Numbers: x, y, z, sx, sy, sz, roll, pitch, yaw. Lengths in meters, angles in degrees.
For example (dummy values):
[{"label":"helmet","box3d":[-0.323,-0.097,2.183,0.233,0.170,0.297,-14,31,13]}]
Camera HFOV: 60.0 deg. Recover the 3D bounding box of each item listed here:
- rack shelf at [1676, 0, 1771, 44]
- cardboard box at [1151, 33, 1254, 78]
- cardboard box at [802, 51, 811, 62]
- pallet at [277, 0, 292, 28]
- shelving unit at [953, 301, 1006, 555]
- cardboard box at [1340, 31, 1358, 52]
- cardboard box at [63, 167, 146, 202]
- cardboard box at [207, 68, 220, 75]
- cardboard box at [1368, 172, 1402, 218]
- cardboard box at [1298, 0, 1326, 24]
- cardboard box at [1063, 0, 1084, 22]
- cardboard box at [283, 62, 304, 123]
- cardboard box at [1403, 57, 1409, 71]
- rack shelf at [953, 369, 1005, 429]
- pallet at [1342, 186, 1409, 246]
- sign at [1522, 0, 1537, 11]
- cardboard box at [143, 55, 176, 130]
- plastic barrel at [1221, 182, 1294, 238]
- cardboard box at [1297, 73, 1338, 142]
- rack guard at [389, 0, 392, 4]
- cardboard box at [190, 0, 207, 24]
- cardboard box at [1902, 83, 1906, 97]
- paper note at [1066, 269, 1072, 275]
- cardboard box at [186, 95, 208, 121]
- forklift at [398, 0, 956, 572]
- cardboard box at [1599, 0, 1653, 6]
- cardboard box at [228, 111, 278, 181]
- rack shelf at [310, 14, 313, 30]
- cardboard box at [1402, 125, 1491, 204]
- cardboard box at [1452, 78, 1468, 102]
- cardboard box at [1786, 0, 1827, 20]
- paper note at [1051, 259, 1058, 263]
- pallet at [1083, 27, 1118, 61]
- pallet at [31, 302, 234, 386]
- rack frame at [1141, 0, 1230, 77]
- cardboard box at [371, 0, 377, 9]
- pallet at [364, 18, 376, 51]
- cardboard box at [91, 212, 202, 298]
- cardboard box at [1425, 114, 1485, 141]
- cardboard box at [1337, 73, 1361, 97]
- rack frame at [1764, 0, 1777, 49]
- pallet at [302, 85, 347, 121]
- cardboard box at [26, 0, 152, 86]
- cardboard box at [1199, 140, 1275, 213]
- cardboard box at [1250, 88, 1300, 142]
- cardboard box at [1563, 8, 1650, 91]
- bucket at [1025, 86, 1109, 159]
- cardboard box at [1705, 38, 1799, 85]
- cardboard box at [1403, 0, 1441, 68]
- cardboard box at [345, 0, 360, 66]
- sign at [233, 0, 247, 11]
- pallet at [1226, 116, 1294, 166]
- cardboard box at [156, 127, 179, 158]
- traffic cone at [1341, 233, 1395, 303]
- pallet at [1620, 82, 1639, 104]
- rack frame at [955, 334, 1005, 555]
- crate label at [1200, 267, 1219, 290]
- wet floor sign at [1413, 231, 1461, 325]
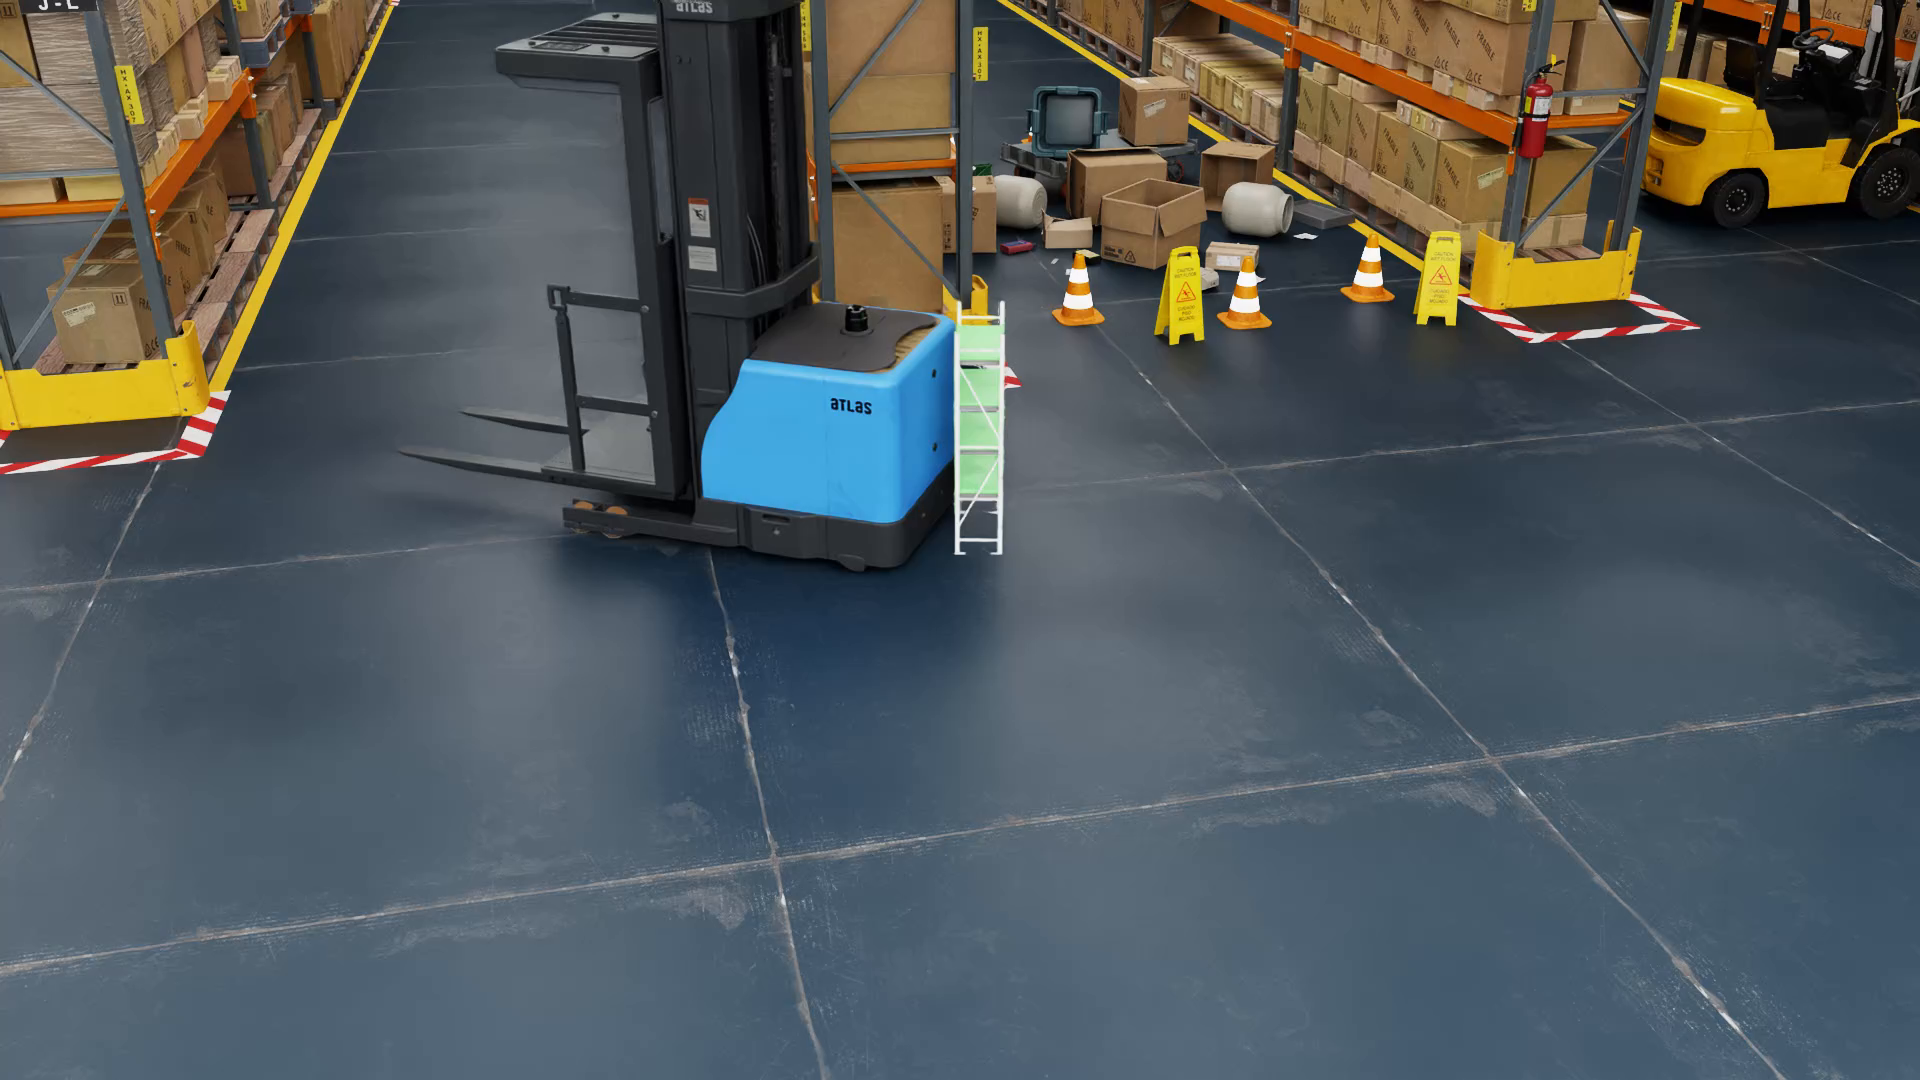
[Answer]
[{"label":"rack shelf","box3d":[7.865,-5.923,17.954,1.077,0.370,4.000,-6,27,-12]},{"label":"cardboard box","box3d":[2.697,-5.382,18.534,0.950,0.372,0.625,-8,28,-15]},{"label":"cardboard box","box3d":[-0.678,-3.505,11.001,0.875,0.550,0.550,-6,27,-12]},{"label":"pallet","box3d":[-6.590,-4.660,14.866,1.003,0.211,1.213,-6,27,-12]},{"label":"shelving unit","box3d":[0.101,-0.572,8.551,0.258,1.200,0.503,1,27,1]},{"label":"cardboard box","box3d":[3.458,-4.246,14.112,0.380,0.149,0.250,-5,27,-10]},{"label":"cardboard box","box3d":[-5.105,-2.135,9.930,0.380,0.149,0.250,-6,27,-12]},{"label":"cardboard box","box3d":[-5.795,-3.451,12.537,0.380,0.149,0.250,-6,27,-12]},{"label":"cardboard box","box3d":[3.705,-2.849,13.651,0.500,0.250,0.500,-7,28,-13]},{"label":"cardboard box","box3d":[3.308,-4.816,14.522,0.500,0.500,0.500,-6,27,-12]},{"label":"cardboard box","box3d":[1.895,-7.347,21.870,0.875,0.875,0.875,-5,27,-10]},{"label":"cardboard box","box3d":[-6.905,-4.398,16.421,0.700,0.500,0.500,-7,28,-14]},{"label":"cardboard box","box3d":[3.764,-3.808,13.244,0.380,0.149,0.250,-6,27,-12]},{"label":"rack shelf","box3d":[0.101,-0.729,8.471,0.258,0.148,0.480,1,27,1]},{"label":"pallet","box3d":[3.945,-2.788,14.039,1.003,0.211,1.213,-6,27,-12]},{"label":"sign","box3d":[3.837,-3.715,11.145,0.100,0.325,0.005,-6,27,-12]},{"label":"cardboard box","box3d":[-5.670,-2.951,10.826,0.875,0.500,0.500,-6,27,-12]},{"label":"plastic barrel","box3d":[2.442,-2.707,13.644,0.512,0.421,0.421,13,30,24]},{"label":"cardboard box","box3d":[3.351,-3.869,14.839,0.500,0.500,0.500,-5,27,-9]},{"label":"rack guard","box3d":[-8.884,-8.017,24.078,1.175,0.500,0.348,-6,27,-12]},{"label":"cardboard box","box3d":[-5.579,-3.869,11.536,0.500,0.500,0.500,-6,27,-12]},{"label":"cardboard box","box3d":[8.459,-3.854,14.533,0.500,0.250,0.500,-7,28,-13]},{"label":"paper note","box3d":[0.892,-2.074,12.826,0.144,0.017,0.142,3,27,6]},{"label":"cardboard box","box3d":[-5.516,-3.017,11.678,0.380,0.149,0.250,-6,27,-12]},{"label":"forklift","box3d":[-1.581,-1.530,8.529,3.031,2.935,1.130,8,28,16]},{"label":"cardboard box","box3d":[7.542,-5.974,19.427,0.875,0.625,0.625,-5,27,-10]},{"label":"cardboard box","box3d":[-6.381,-3.418,14.478,0.700,0.500,0.500,-6,27,-12]},{"label":"rack shelf","box3d":[-7.527,-6.167,18.437,1.077,0.370,4.000,-6,27,-12]},{"label":"cardboard box","box3d":[3.827,-2.953,13.025,0.500,0.500,0.500,-5,27,-10]},{"label":"cardboard box","box3d":[3.887,-3.349,12.336,0.380,0.149,0.250,-6,27,-12]},{"label":"cardboard box","box3d":[8.161,-5.189,15.591,0.500,0.500,0.500,-7,28,-13]},{"label":"paper note","box3d":[0.746,-2.195,13.088,0.032,0.001,0.123,8,28,15]},{"label":"pallet","box3d":[2.204,-6.260,20.918,1.003,0.211,1.213,-6,27,-12]},{"label":"pallet","box3d":[-5.439,-1.247,10.986,1.003,0.211,1.213,-6,27,-12]},{"label":"rack frame","box3d":[2.579,-6.616,18.530,1.000,3.000,0.127,-6,27,-12]},{"label":"cardboard box","box3d":[-8.451,-7.689,22.546,0.875,0.875,0.875,-6,27,-12]},{"label":"pallet","box3d":[-8.072,-6.463,21.320,1.003,0.211,1.213,-6,27,-12]},{"label":"cardboard box","box3d":[-5.688,-1.981,11.654,0.500,0.500,0.500,-3,27,-7]},{"label":"cardboard box","box3d":[3.799,-3.168,12.731,0.380,0.149,0.250,-5,27,-10]},{"label":"cardboard box","box3d":[3.438,-3.872,14.125,0.380,0.149,0.250,-5,27,-10]},{"label":"rack frame","box3d":[8.316,-5.366,16.052,1.000,3.000,0.127,-6,27,-12]},{"label":"pallet","box3d":[-7.180,-4.719,17.865,1.003,0.211,1.213,-6,27,-12]},{"label":"cardboard box","box3d":[-5.131,-2.991,9.796,0.500,0.500,0.500,-6,27,-12]},{"label":"cardboard box","box3d":[2.396,-3.137,14.407,0.500,0.500,0.500,13,30,24]},{"label":"cardboard box","box3d":[3.360,-4.105,16.004,0.950,0.372,0.625,-6,27,-11]},{"label":"cardboard box","box3d":[4.546,-3.518,11.950,0.500,0.500,0.500,-6,27,-12]},{"label":"bucket","box3d":[0.958,-3.705,14.707,0.726,0.611,0.620,3,17,6]},{"label":"cardboard box","box3d":[8.187,-4.721,16.944,0.875,0.625,0.625,-5,27,-9]},{"label":"cardboard box","box3d":[3.774,-3.932,12.771,0.500,0.500,0.500,-6,27,-12]},{"label":"cardboard box","box3d":[-7.611,-5.934,19.069,1.225,0.875,0.875,-7,28,-13]},{"label":"sign","box3d":[-5.647,-4.299,12.978,0.100,0.325,0.005,-6,27,-12]},{"label":"pallet","box3d":[3.304,-3.957,16.356,1.003,0.211,1.213,-6,27,-12]},{"label":"cardboard box","box3d":[-5.310,-2.576,10.804,0.380,0.149,0.250,-6,27,-12]},{"label":"traffic cone","box3d":[3.028,-2.030,12.258,0.336,0.463,0.334,-6,27,-12]},{"label":"pallet","box3d":[7.833,-4.977,18.377,1.003,0.211,1.213,-6,27,-12]},{"label":"rack frame","box3d":[0.096,-0.462,8.333,0.240,1.200,0.015,1,27,1]},{"label":"crate label","box3d":[1.786,-1.961,12.483,0.250,0.136,0.298,-23,35,-38]},{"label":"wet floor sign","box3d":[3.382,-1.861,11.721,0.267,0.644,0.232,3,27,6]}]
